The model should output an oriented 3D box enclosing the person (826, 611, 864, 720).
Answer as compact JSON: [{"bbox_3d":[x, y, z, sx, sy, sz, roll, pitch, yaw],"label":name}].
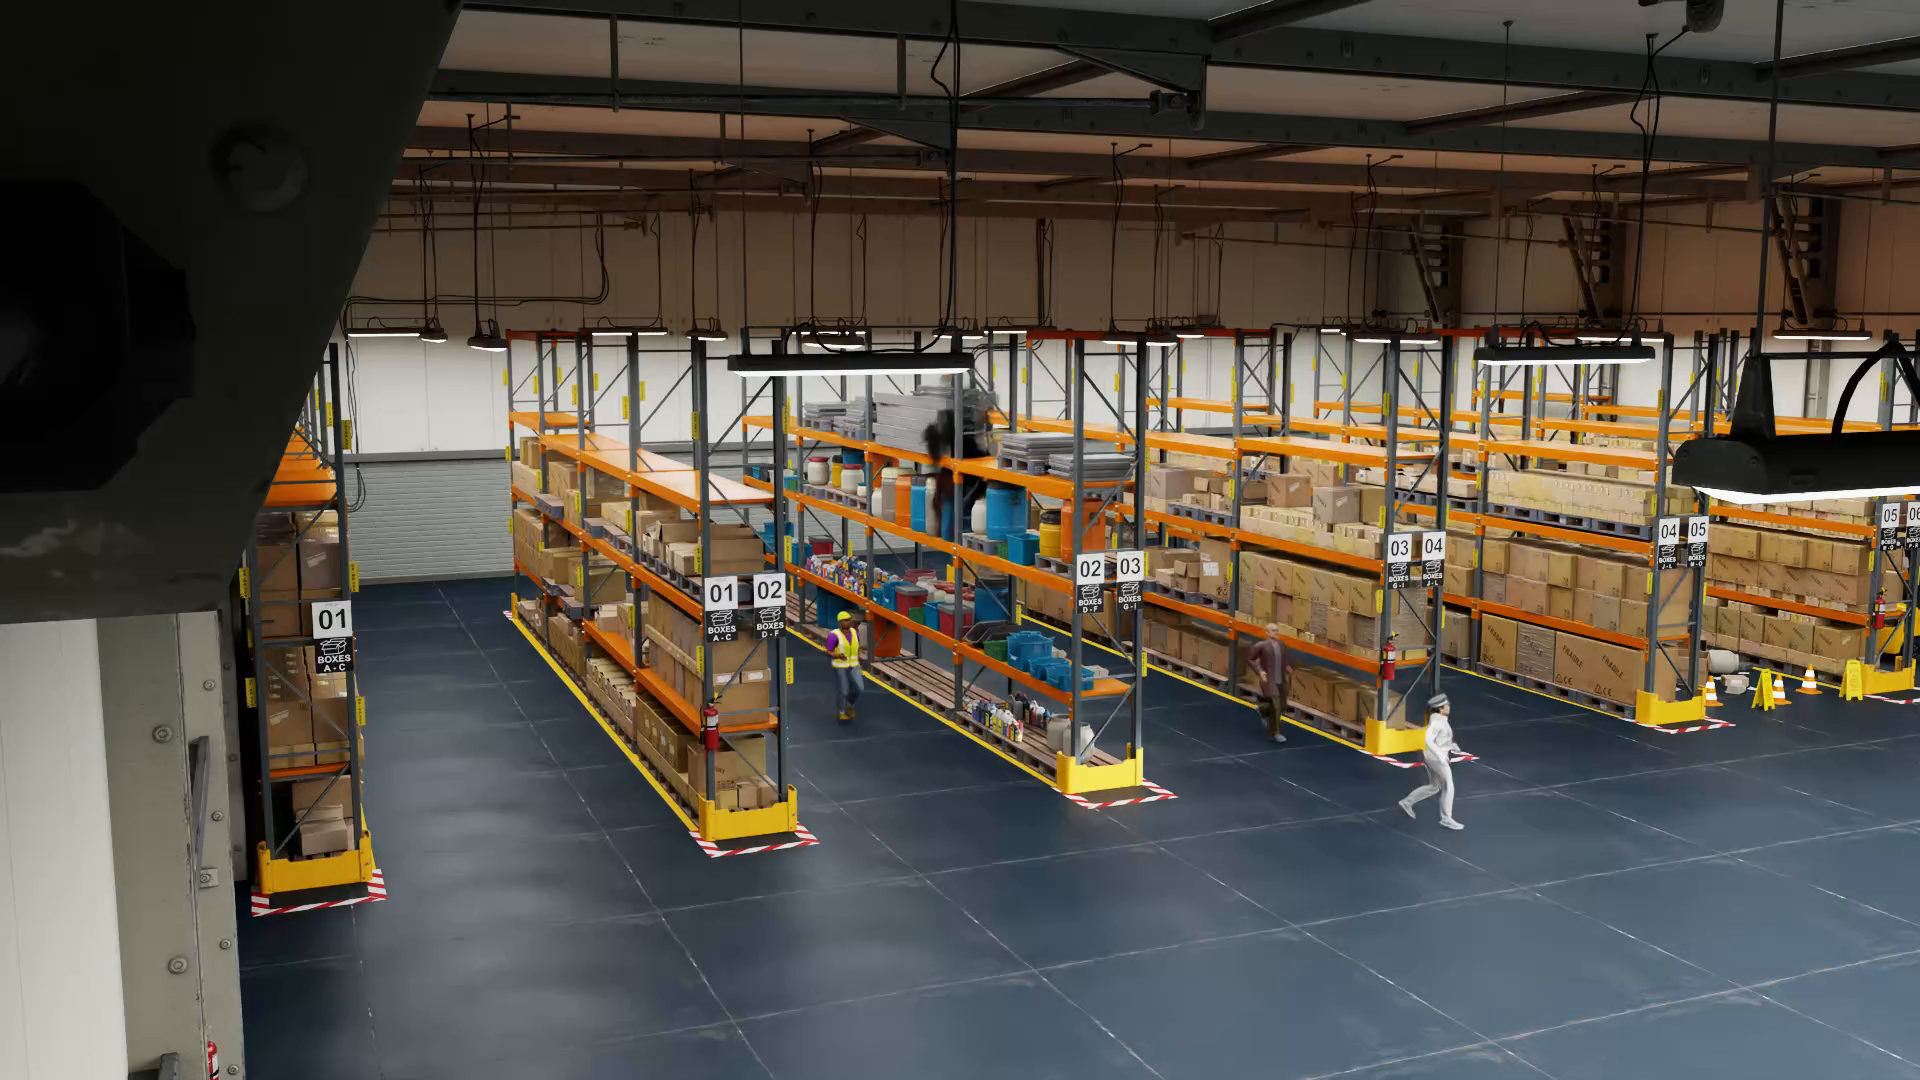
[{"bbox_3d":[-1.731,1.967,25.765,0.675,1.732,0.626,-5,9,-32],"label":"person"}]

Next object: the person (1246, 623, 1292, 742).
[{"bbox_3d":[4.633,2.102,24.827,0.716,1.736,0.833,-4,9,-25],"label":"person"}]

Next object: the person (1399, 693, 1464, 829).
[{"bbox_3d":[5.847,2.720,20.538,0.784,1.696,0.630,1,8,9],"label":"person"}]

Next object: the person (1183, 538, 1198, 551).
[{"bbox_3d":[5.887,-0.181,42.281,0.572,1.570,0.528,-3,9,-24],"label":"person"}]
